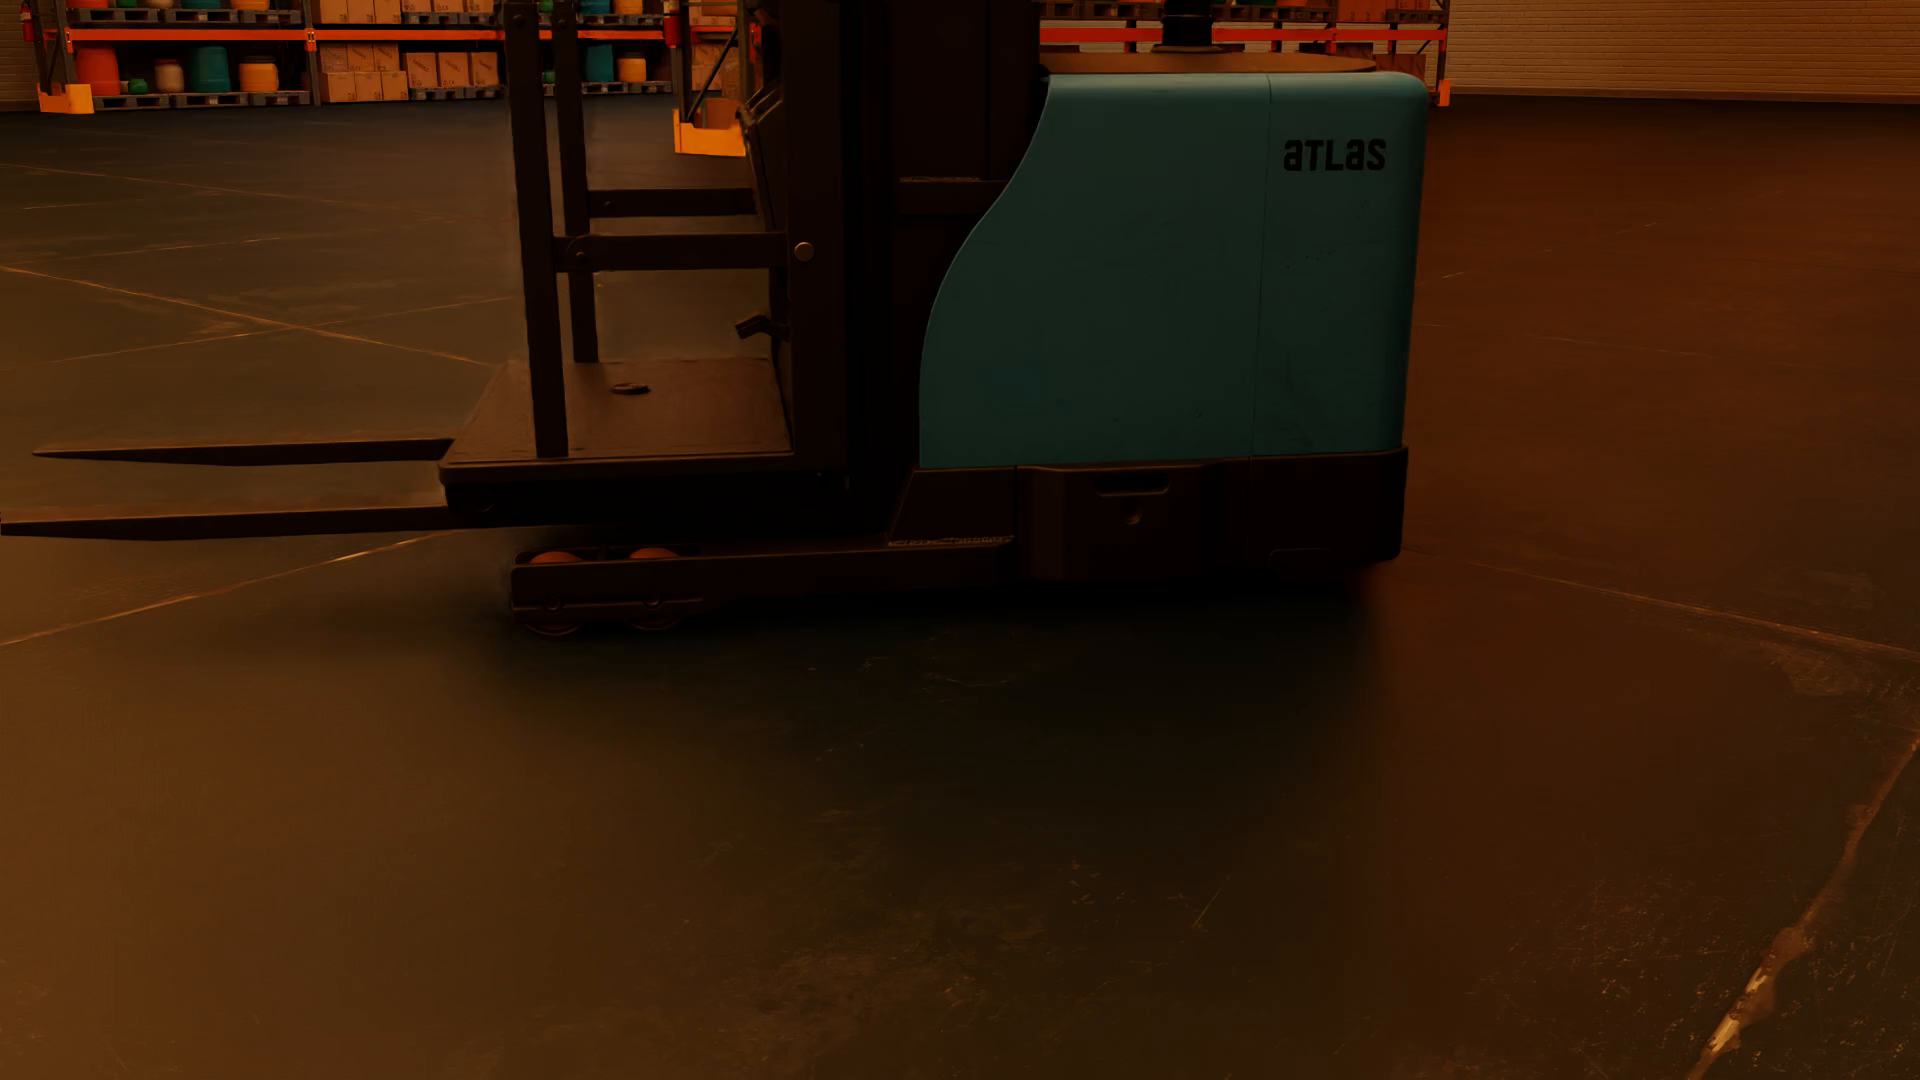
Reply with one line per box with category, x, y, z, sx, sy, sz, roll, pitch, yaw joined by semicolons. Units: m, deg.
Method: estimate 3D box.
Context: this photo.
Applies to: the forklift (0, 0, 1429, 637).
forklift;-0.604;-1.375;3.424;3.031;2.935;1.130;-2;17;-8
